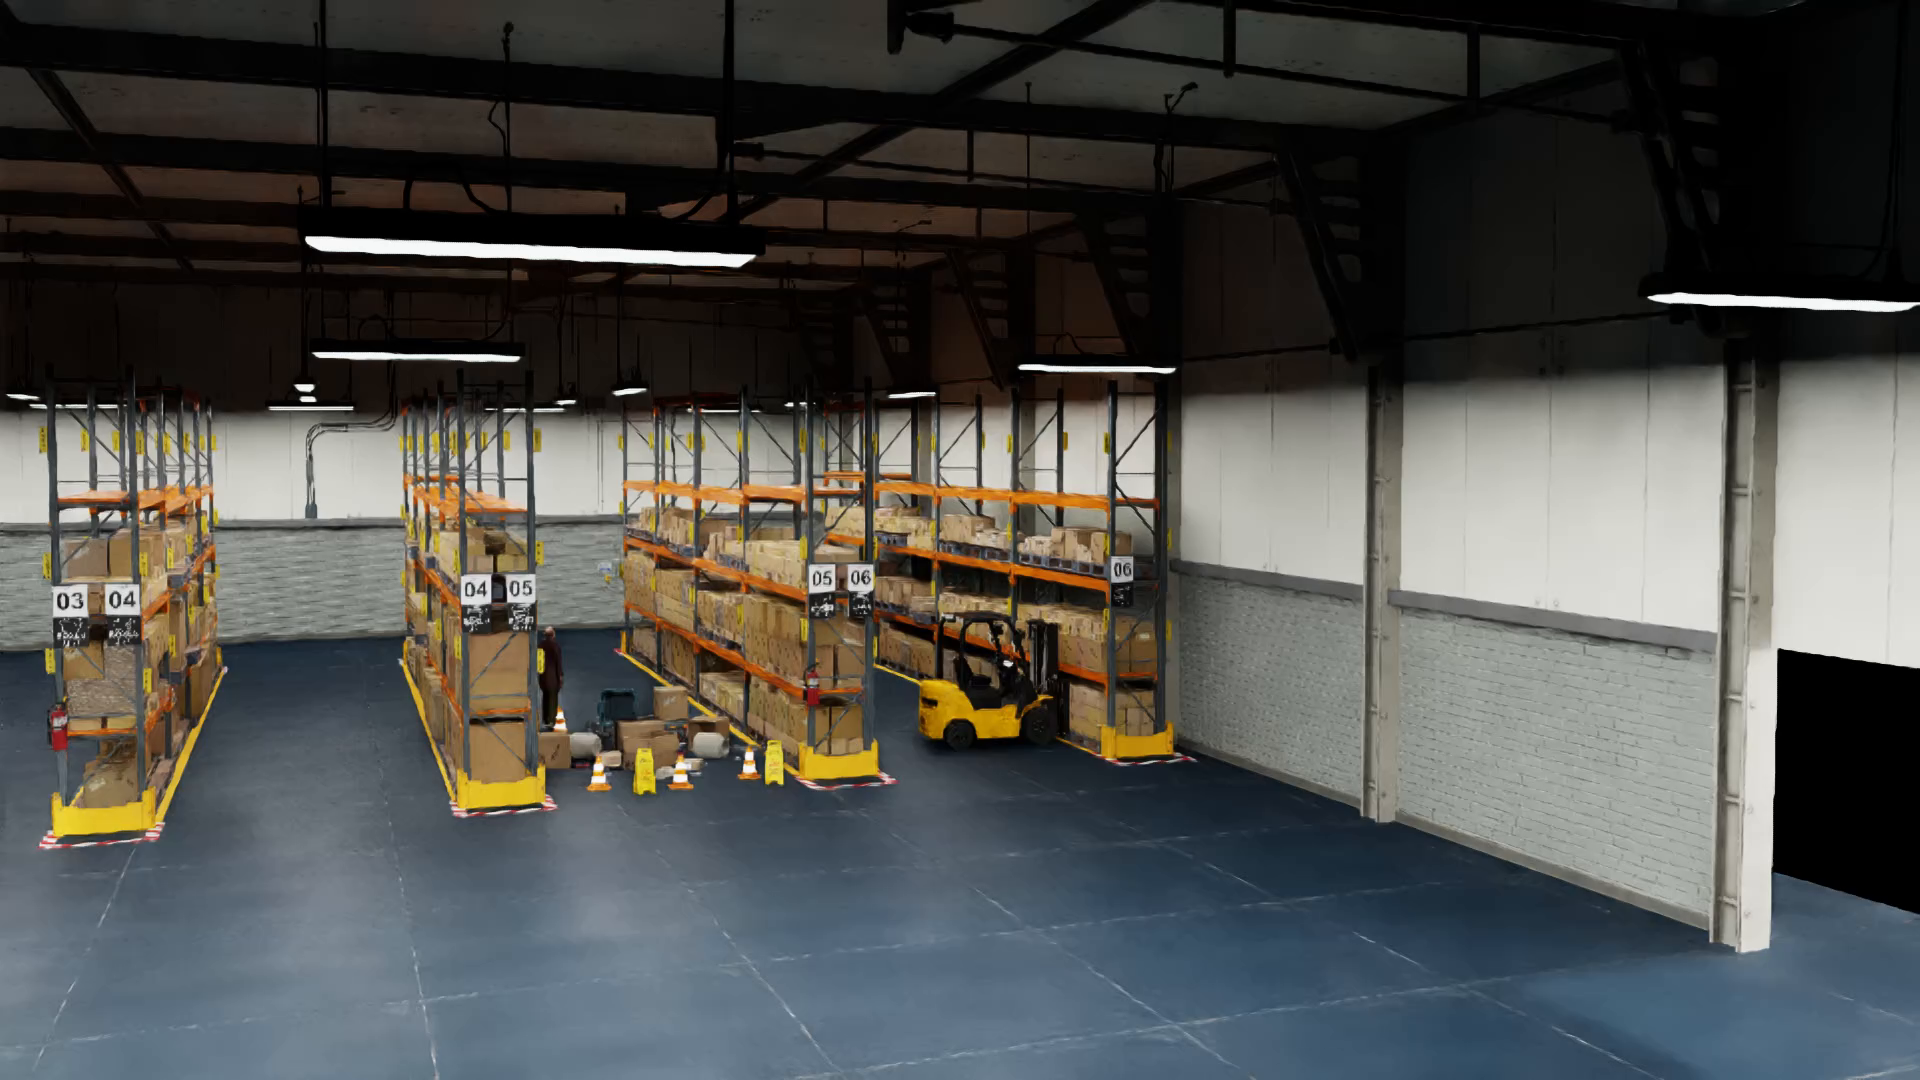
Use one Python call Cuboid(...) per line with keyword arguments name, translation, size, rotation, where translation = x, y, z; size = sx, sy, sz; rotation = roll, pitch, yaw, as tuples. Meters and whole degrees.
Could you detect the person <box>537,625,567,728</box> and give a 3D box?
Cuboid(name="person", translation=(-7.159, 2.388, 29.248), size=(0.640, 1.784, 0.504), rotation=(3, 4, 39))
